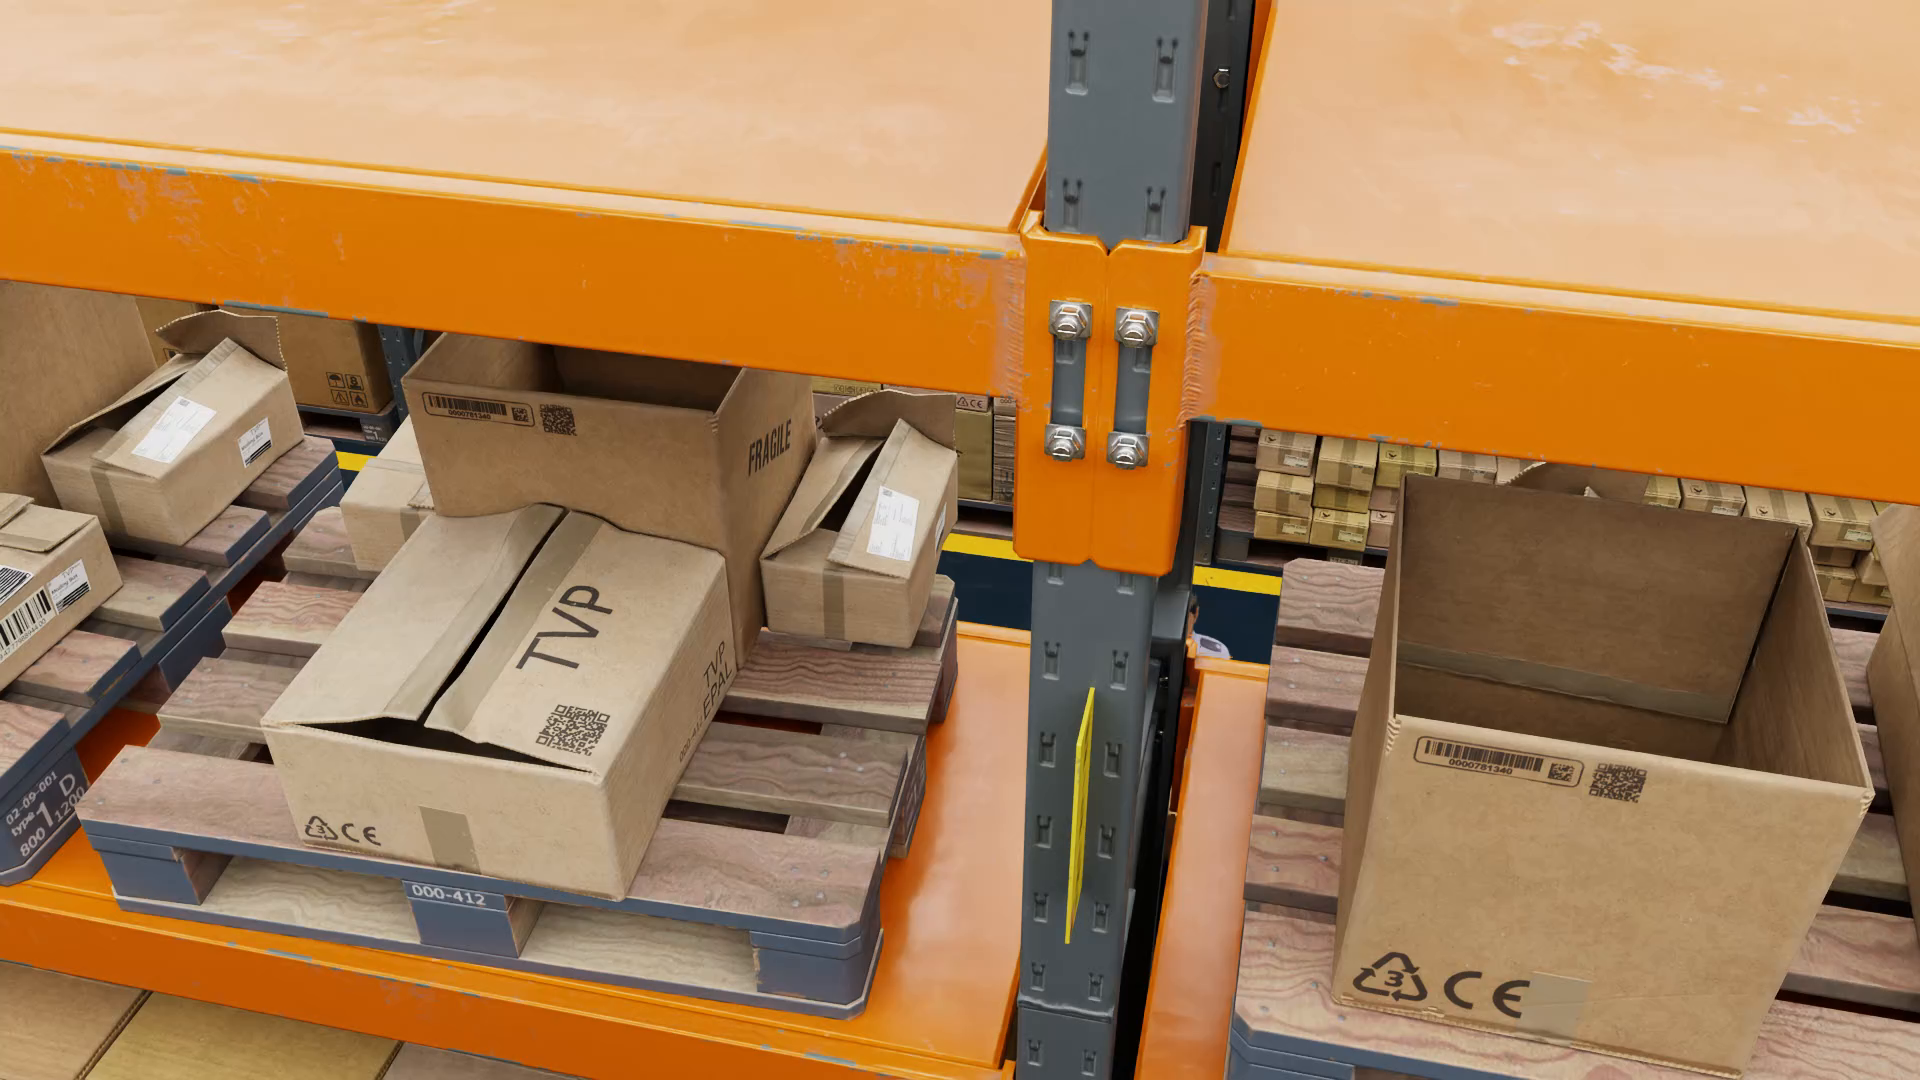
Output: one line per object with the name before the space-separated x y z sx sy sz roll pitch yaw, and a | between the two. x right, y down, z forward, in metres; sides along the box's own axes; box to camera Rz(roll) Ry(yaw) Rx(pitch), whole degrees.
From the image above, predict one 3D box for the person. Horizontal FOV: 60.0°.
person | 0.631 0.841 5.545 0.435 1.647 0.528 7 37 9
